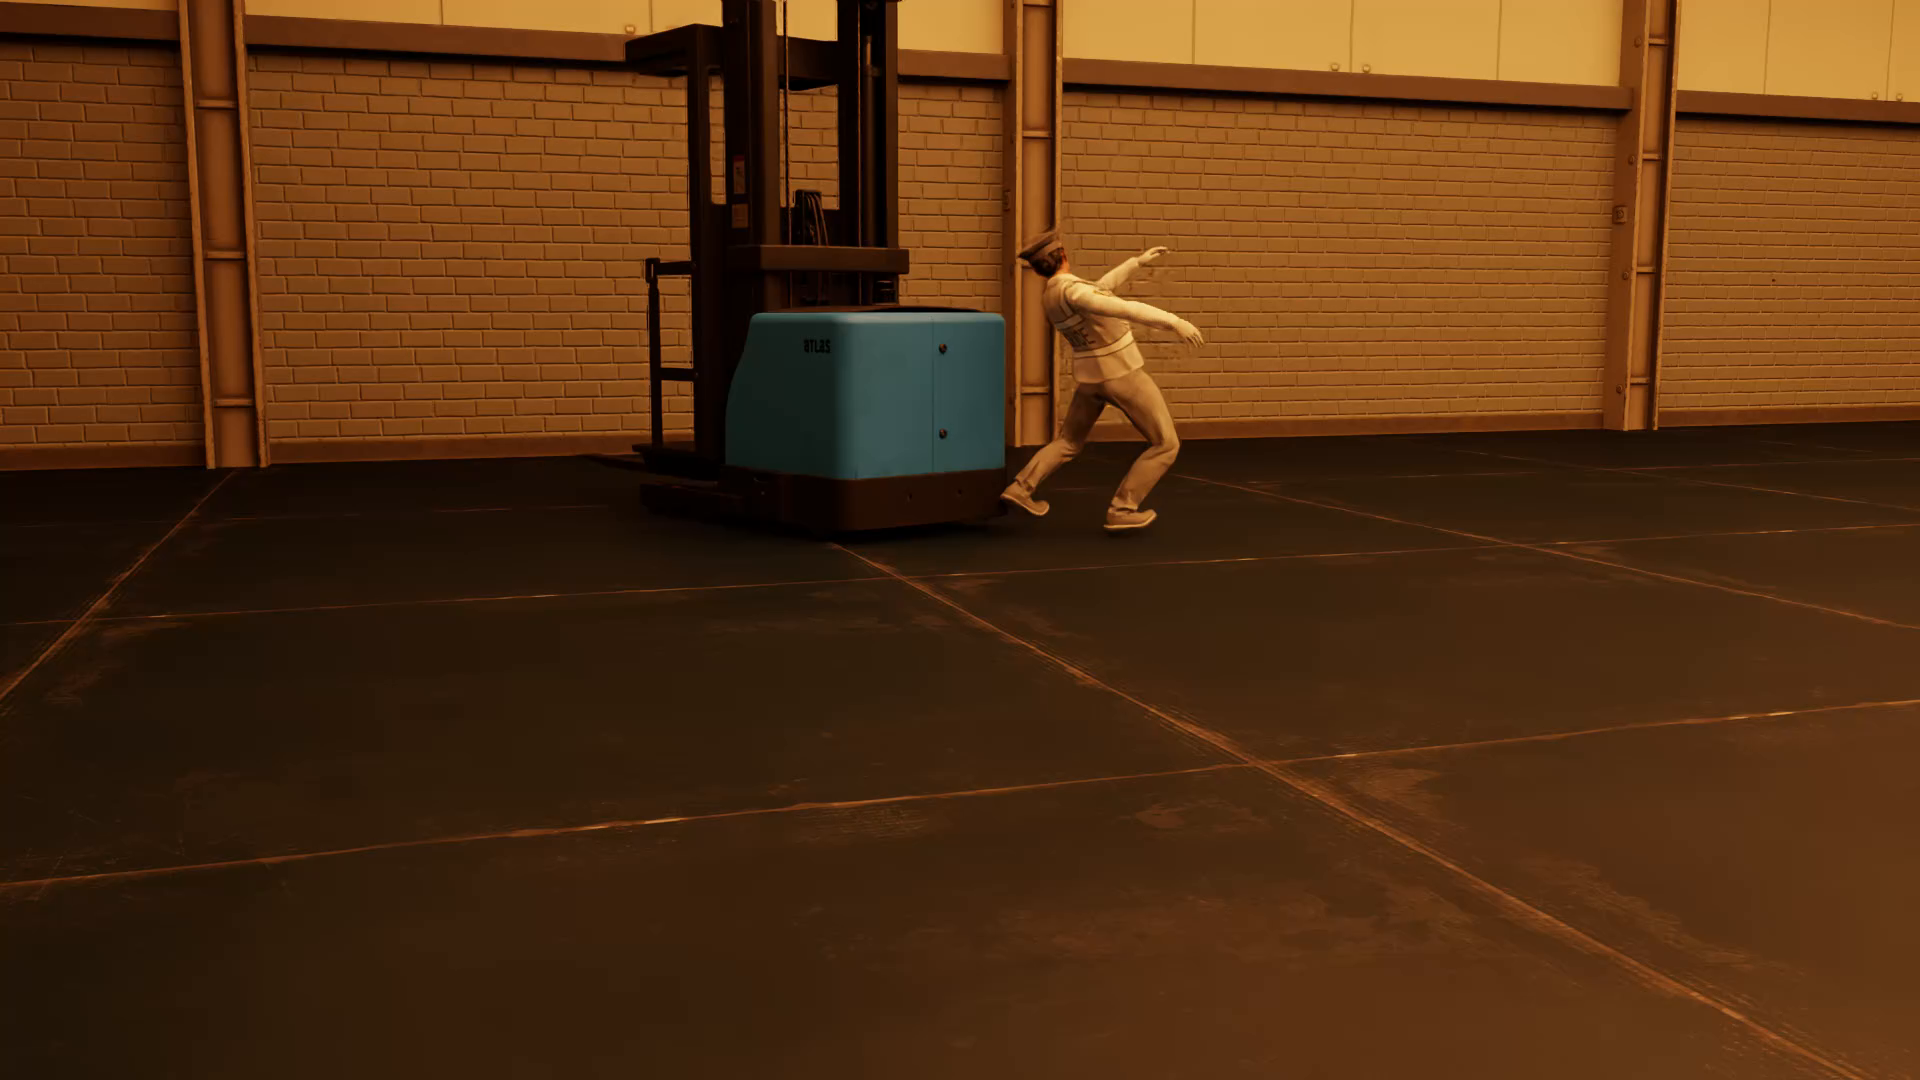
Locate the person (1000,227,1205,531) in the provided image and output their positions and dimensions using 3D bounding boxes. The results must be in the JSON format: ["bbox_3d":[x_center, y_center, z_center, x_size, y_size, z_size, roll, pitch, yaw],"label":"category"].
[{"bbox_3d":[0.755,-0.772,8.003,0.740,1.444,0.951,-6,10,-36],"label":"person"}]

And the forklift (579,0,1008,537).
[{"bbox_3d":[-1.084,-1.618,8.946,1.130,2.935,3.031,-6,10,-39],"label":"forklift"}]
